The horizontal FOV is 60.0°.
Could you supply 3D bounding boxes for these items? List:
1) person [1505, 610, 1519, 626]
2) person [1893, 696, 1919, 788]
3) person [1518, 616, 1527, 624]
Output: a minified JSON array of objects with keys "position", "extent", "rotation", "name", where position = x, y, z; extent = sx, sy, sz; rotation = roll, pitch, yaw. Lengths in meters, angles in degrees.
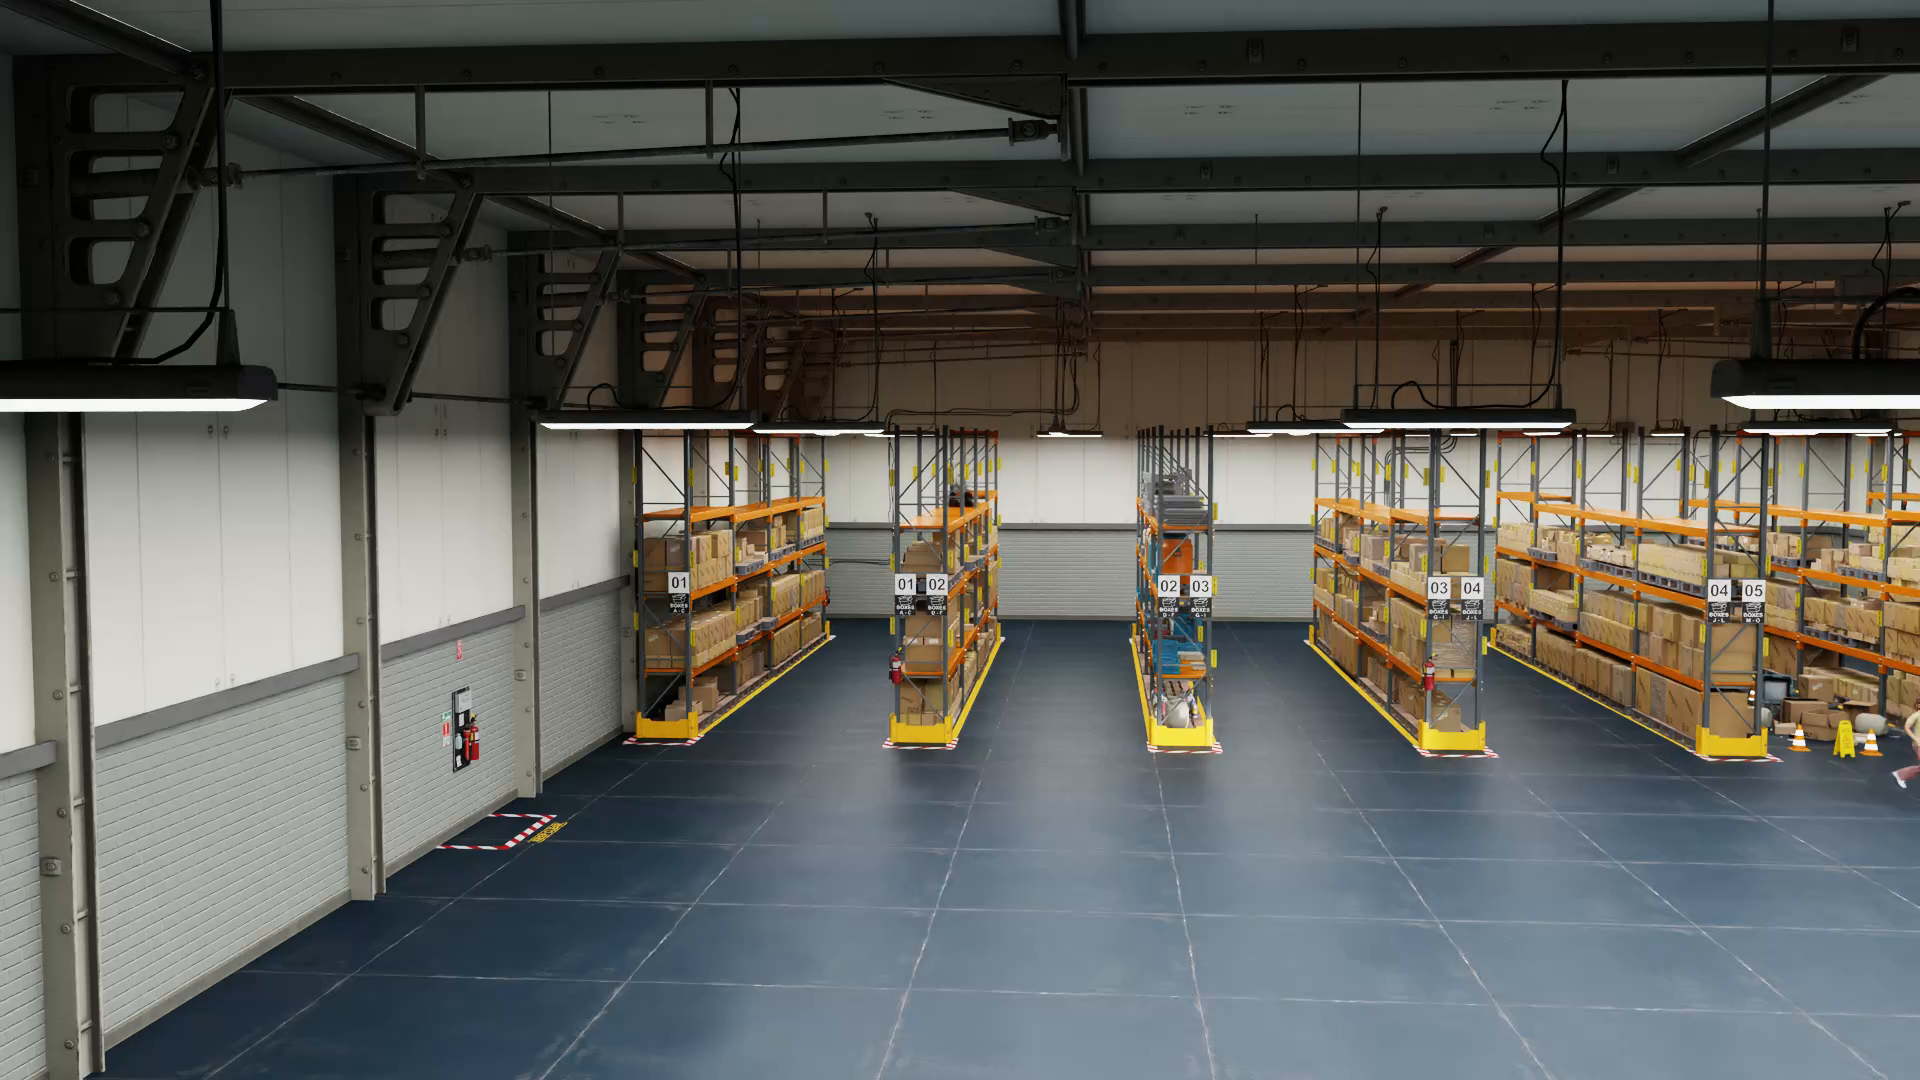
[{"position":[15.810,2.064,47.403],"extent":[0.619,1.609,0.759],"rotation":[1,4,16],"name":"person"},{"position":[15.371,3.305,26.665],"extent":[0.596,1.655,0.797],"rotation":[-3,4,-37],"name":"person"},{"position":[16.216,2.027,47.353],"extent":[0.656,1.682,0.659],"rotation":[0,3,1],"name":"person"}]
